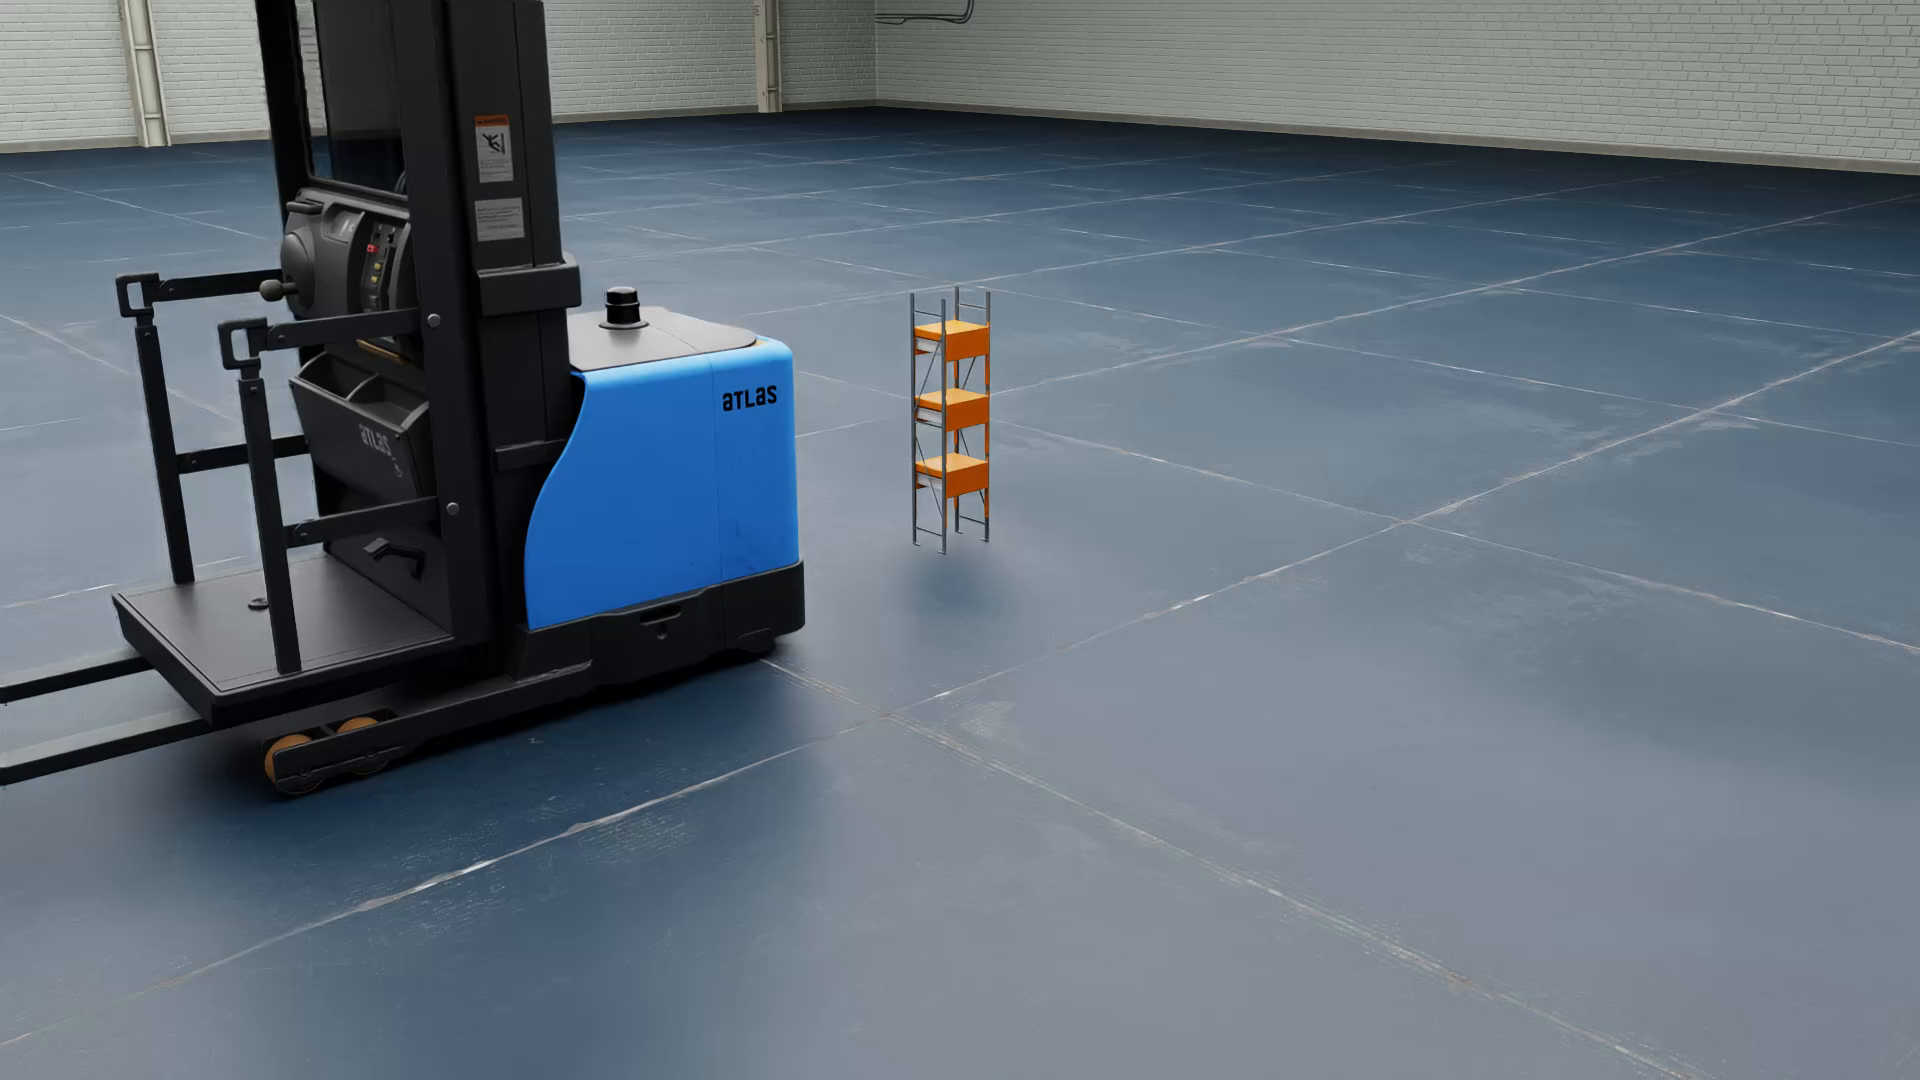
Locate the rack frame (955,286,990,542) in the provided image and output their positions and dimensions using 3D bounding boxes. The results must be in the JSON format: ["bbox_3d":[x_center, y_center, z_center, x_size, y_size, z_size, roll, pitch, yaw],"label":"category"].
[{"bbox_3d":[0.050,-0.514,6.868,0.008,1.050,0.200,-16,24,-41],"label":"rack frame"}]

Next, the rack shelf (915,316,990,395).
[{"bbox_3d":[-0.039,-0.748,6.704,0.240,0.259,0.215,-16,24,-41],"label":"rack shelf"}]

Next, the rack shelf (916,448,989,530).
[{"bbox_3d":[-0.039,-0.214,6.877,0.240,0.259,0.215,-16,24,-41],"label":"rack shelf"}]

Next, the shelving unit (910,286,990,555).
[{"bbox_3d":[-0.039,-0.488,6.788,0.252,1.050,0.215,-16,24,-41],"label":"shelving unit"}]

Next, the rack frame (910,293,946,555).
[{"bbox_3d":[-0.128,-0.462,6.708,0.008,1.050,0.200,-16,24,-41],"label":"rack frame"}]

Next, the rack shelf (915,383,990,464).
[{"bbox_3d":[-0.039,-0.478,6.791,0.240,0.259,0.215,-16,24,-41],"label":"rack shelf"}]

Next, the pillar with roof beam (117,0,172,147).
[{"bbox_3d":[-9.626,-9.480,21.632,0.400,9.000,9.100,-16,24,-41],"label":"pillar with roof beam"}]

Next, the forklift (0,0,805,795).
[{"bbox_3d":[-1.998,-0.851,4.857,3.031,2.935,1.130,-14,23,-38],"label":"forklift"}]

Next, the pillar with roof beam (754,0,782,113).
[{"bbox_3d":[-0.907,-12.022,29.474,0.400,9.000,9.100,-16,24,-41],"label":"pillar with roof beam"}]

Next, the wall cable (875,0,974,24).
[{"bbox_3d":[-0.815,-11.838,33.940,0.112,2.526,3.097,-16,24,-41],"label":"wall cable"}]
